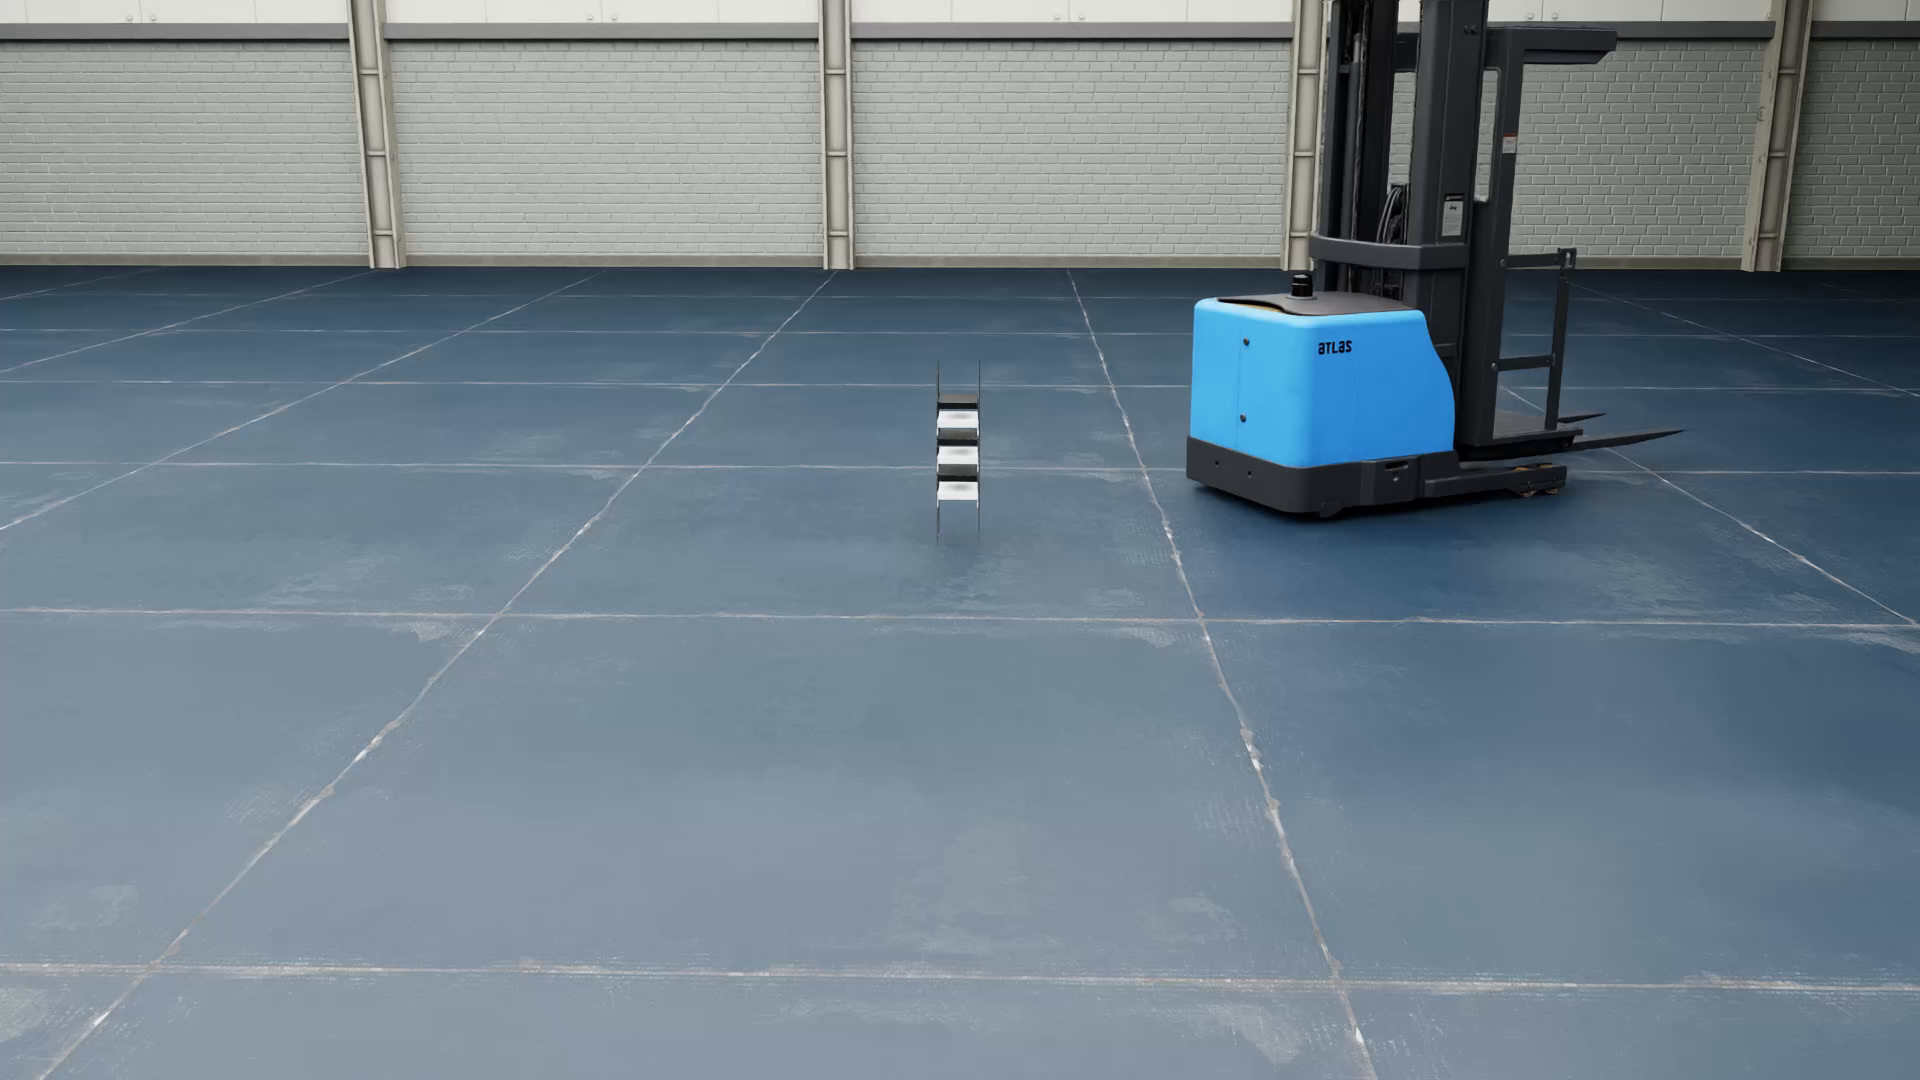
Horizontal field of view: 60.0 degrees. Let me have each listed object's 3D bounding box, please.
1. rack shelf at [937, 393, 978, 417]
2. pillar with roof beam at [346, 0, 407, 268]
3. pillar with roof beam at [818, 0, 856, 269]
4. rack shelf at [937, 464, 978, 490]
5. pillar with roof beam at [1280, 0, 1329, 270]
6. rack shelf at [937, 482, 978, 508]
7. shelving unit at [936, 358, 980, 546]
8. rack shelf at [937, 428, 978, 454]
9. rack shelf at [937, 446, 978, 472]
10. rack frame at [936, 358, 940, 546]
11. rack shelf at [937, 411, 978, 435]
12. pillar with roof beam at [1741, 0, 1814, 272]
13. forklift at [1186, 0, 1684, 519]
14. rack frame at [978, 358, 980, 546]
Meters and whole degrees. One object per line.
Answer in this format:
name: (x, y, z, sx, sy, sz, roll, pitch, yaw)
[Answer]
rack shelf: (-0.008, -0.664, 8.165, 0.200, 0.077, 0.258, 0, 15, 1)
pillar with roof beam: (-7.695, -6.879, 16.772, 0.400, 9.000, 9.100, 0, 15, 1)
pillar with roof beam: (-1.697, -6.839, 16.623, 0.400, 9.000, 9.100, 0, 15, 1)
rack shelf: (-0.008, -0.316, 8.257, 0.200, 0.077, 0.258, 0, 15, 1)
pillar with roof beam: (4.302, -6.800, 16.475, 0.400, 9.000, 9.100, 0, 15, 1)
rack shelf: (-0.008, -0.229, 8.280, 0.200, 0.077, 0.258, 0, 15, 1)
shelving unit: (-0.008, -0.435, 8.225, 0.210, 0.900, 0.258, 0, 15, 1)
rack shelf: (-0.008, -0.490, 8.211, 0.200, 0.077, 0.258, 0, 15, 1)
rack shelf: (-0.008, -0.403, 8.234, 0.200, 0.077, 0.258, 0, 15, 1)
rack frame: (-0.110, -0.436, 8.228, 0.006, 0.900, 0.240, 0, 15, 1)
rack shelf: (-0.008, -0.577, 8.188, 0.200, 0.077, 0.258, 0, 15, 1)
pillar with roof beam: (10.300, -6.761, 16.327, 0.400, 9.000, 9.100, 0, 15, 1)
forklift: (2.833, -1.767, 9.292, 3.031, 2.935, 1.130, -7, 16, -25)
rack frame: (0.094, -0.435, 8.223, 0.006, 0.900, 0.240, 0, 15, 1)
